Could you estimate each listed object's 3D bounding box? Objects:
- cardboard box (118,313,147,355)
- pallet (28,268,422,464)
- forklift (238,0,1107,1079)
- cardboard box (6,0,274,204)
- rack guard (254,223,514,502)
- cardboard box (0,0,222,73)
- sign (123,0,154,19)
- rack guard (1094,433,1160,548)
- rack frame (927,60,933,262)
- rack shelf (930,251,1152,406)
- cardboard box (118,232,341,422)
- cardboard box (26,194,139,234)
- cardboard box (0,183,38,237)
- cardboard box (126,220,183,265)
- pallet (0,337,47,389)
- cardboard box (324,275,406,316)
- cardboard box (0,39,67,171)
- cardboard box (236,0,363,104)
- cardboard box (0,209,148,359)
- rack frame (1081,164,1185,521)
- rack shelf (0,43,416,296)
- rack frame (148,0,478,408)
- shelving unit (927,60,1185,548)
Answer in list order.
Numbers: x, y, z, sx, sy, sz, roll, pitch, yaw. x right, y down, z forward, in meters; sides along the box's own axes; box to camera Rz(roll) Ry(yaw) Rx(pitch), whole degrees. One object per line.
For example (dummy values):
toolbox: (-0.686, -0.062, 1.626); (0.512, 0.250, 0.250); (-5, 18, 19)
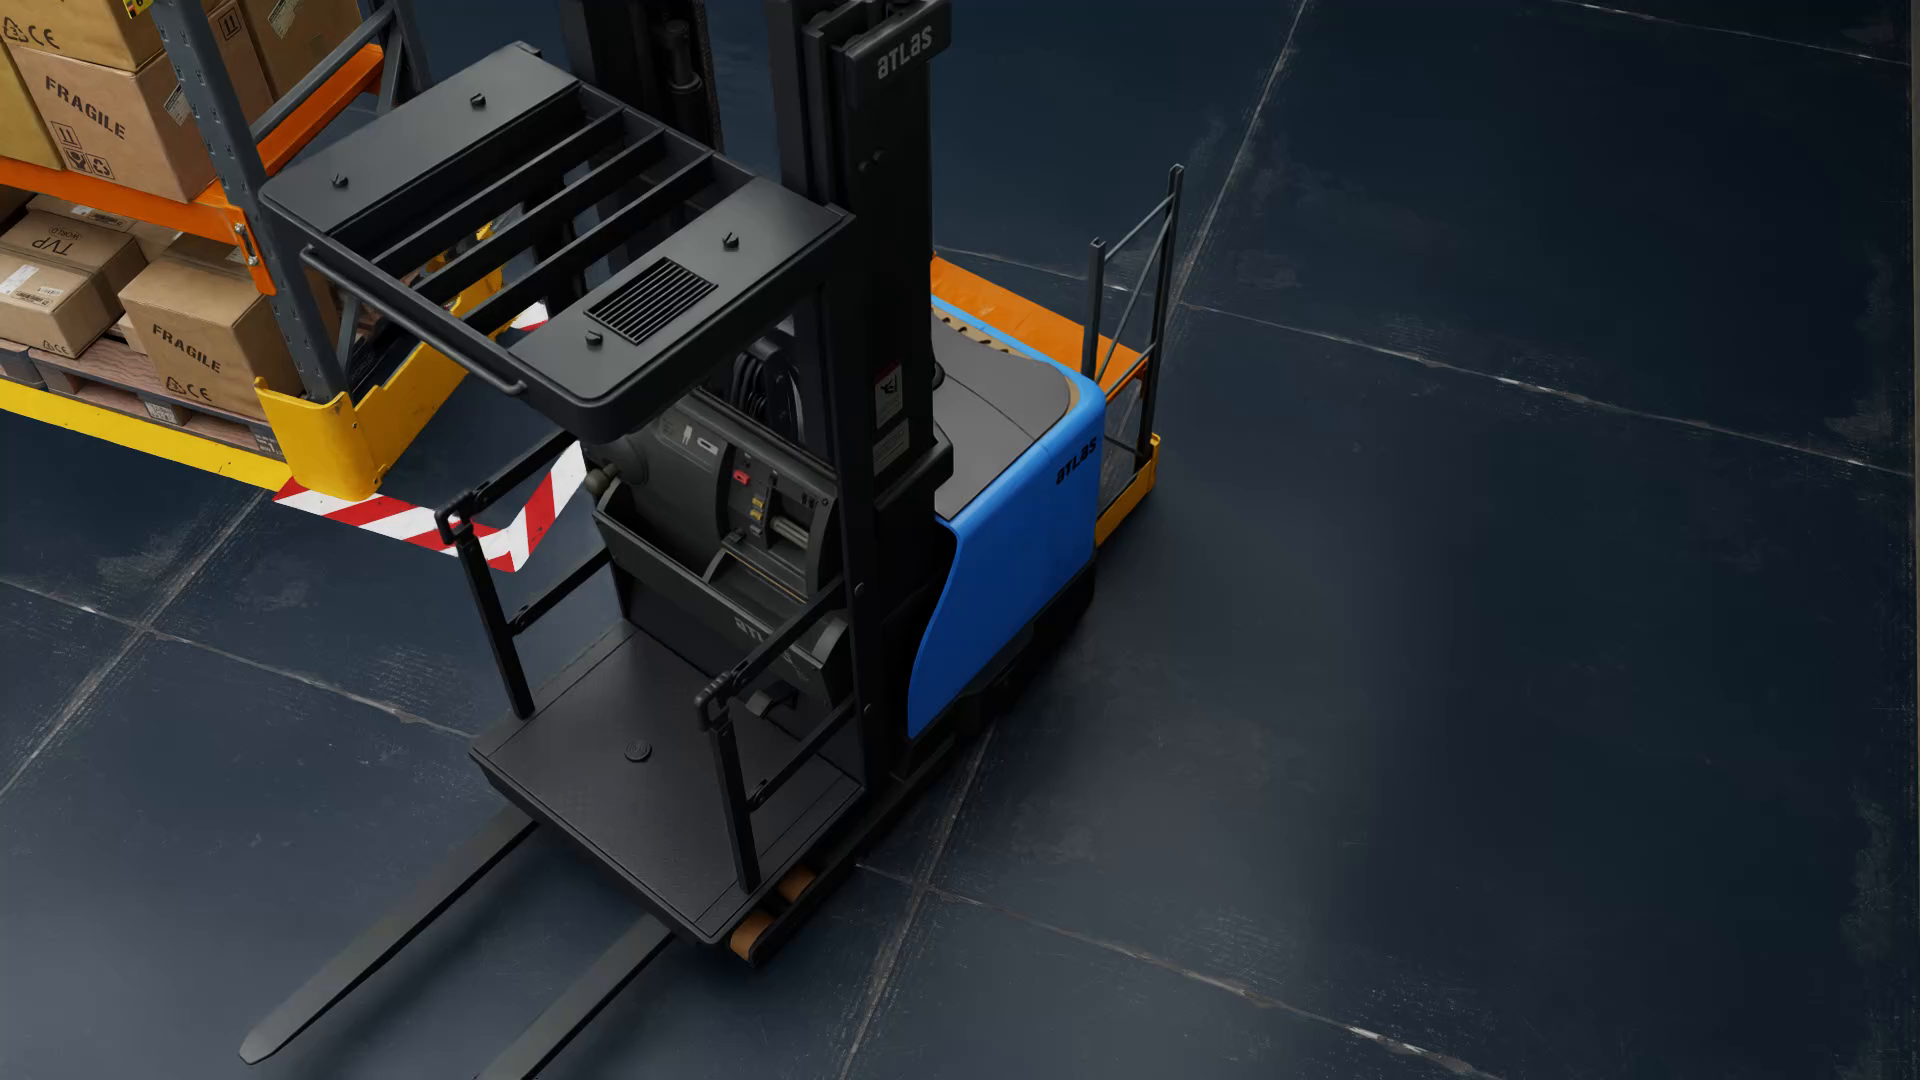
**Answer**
cardboard box: (-3.113, -0.908, 6.636); (0.250, 0.166, 0.380); (16, 51, 13)
pallet: (-2.988, -0.869, 6.863); (1.213, 0.211, 1.003); (16, 51, 13)
forklift: (-0.835, -0.097, 4.394); (1.130, 2.935, 3.031); (31, 56, 24)
cardboard box: (-2.683, -1.511, 5.509); (0.500, 0.500, 0.500); (17, 51, 14)
rack guard: (-2.240, -0.755, 6.574); (0.348, 0.500, 1.175); (16, 51, 13)
cardboard box: (-2.681, -1.836, 5.128); (0.500, 0.500, 0.500); (15, 51, 13)
sign: (-2.380, -1.649, 4.719); (0.005, 0.325, 0.100); (16, 51, 13)
rack guard: (0.554, -0.143, 6.208); (0.087, 0.250, 0.587); (29, 55, 23)
rack frame: (-0.263, -1.008, 6.131); (0.032, 1.500, 0.500); (29, 55, 23)
rack shelf: (0.146, -0.662, 6.069); (1.000, 0.185, 0.538); (29, 55, 23)
cardboard box: (-2.764, -0.847, 6.362); (0.500, 0.500, 0.500); (16, 51, 13)
cardboard box: (-3.518, -1.403, 7.009); (0.500, 0.250, 0.500); (16, 51, 13)
cardboard box: (-4.157, -1.440, 6.874); (0.637, 0.503, 0.797); (16, 51, 13)
cardboard box: (-3.049, -1.272, 6.896); (0.500, 0.250, 0.500); (16, 51, 13)
pallet: (-4.129, -1.189, 7.141); (1.213, 0.211, 1.003); (16, 51, 13)
cardboard box: (-2.442, -1.118, 6.829); (0.250, 0.149, 0.380); (16, 51, 13)
cardboard box: (-3.171, -1.645, 5.624); (0.500, 0.500, 0.500); (16, 51, 13)
cardboard box: (-2.493, -1.890, 5.837); (0.500, 0.500, 0.500); (17, 51, 14)
cardboard box: (-3.645, -1.035, 6.691); (0.500, 0.250, 0.500); (16, 51, 13)
rack frame: (0.555, -0.551, 5.735); (0.032, 1.500, 0.500); (29, 55, 23)
rack shelf: (-4.045, -1.842, 6.338); (4.000, 0.370, 1.077); (16, 51, 13)
rack frame: (-2.169, -1.554, 5.612); (0.127, 3.000, 1.000); (16, 51, 13)
shelving unit: (0.154, -0.776, 5.930); (1.083, 1.500, 0.587); (29, 55, 23)
